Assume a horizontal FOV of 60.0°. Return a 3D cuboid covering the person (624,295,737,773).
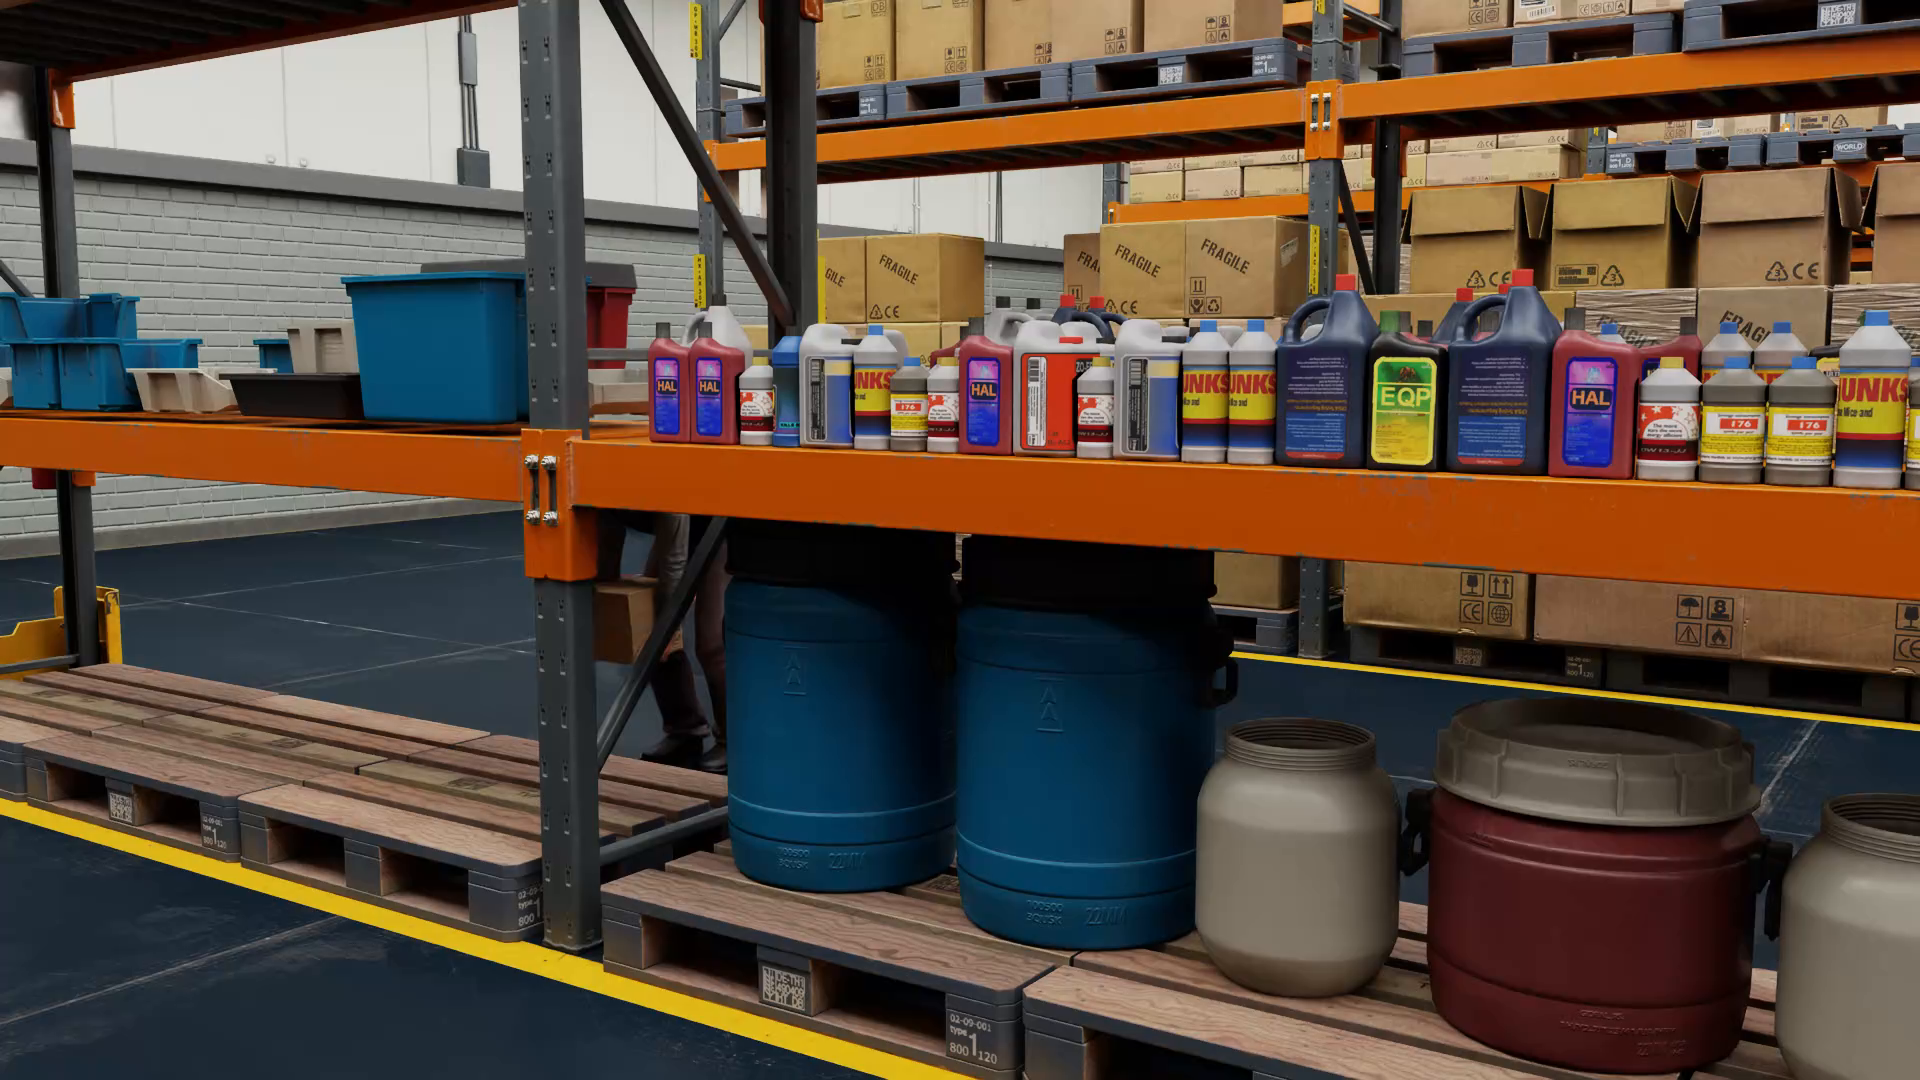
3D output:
[{"bbox_3d":[-0.937,-0.030,6.129,0.555,1.726,0.424,4,7,32],"label":"person"}]
